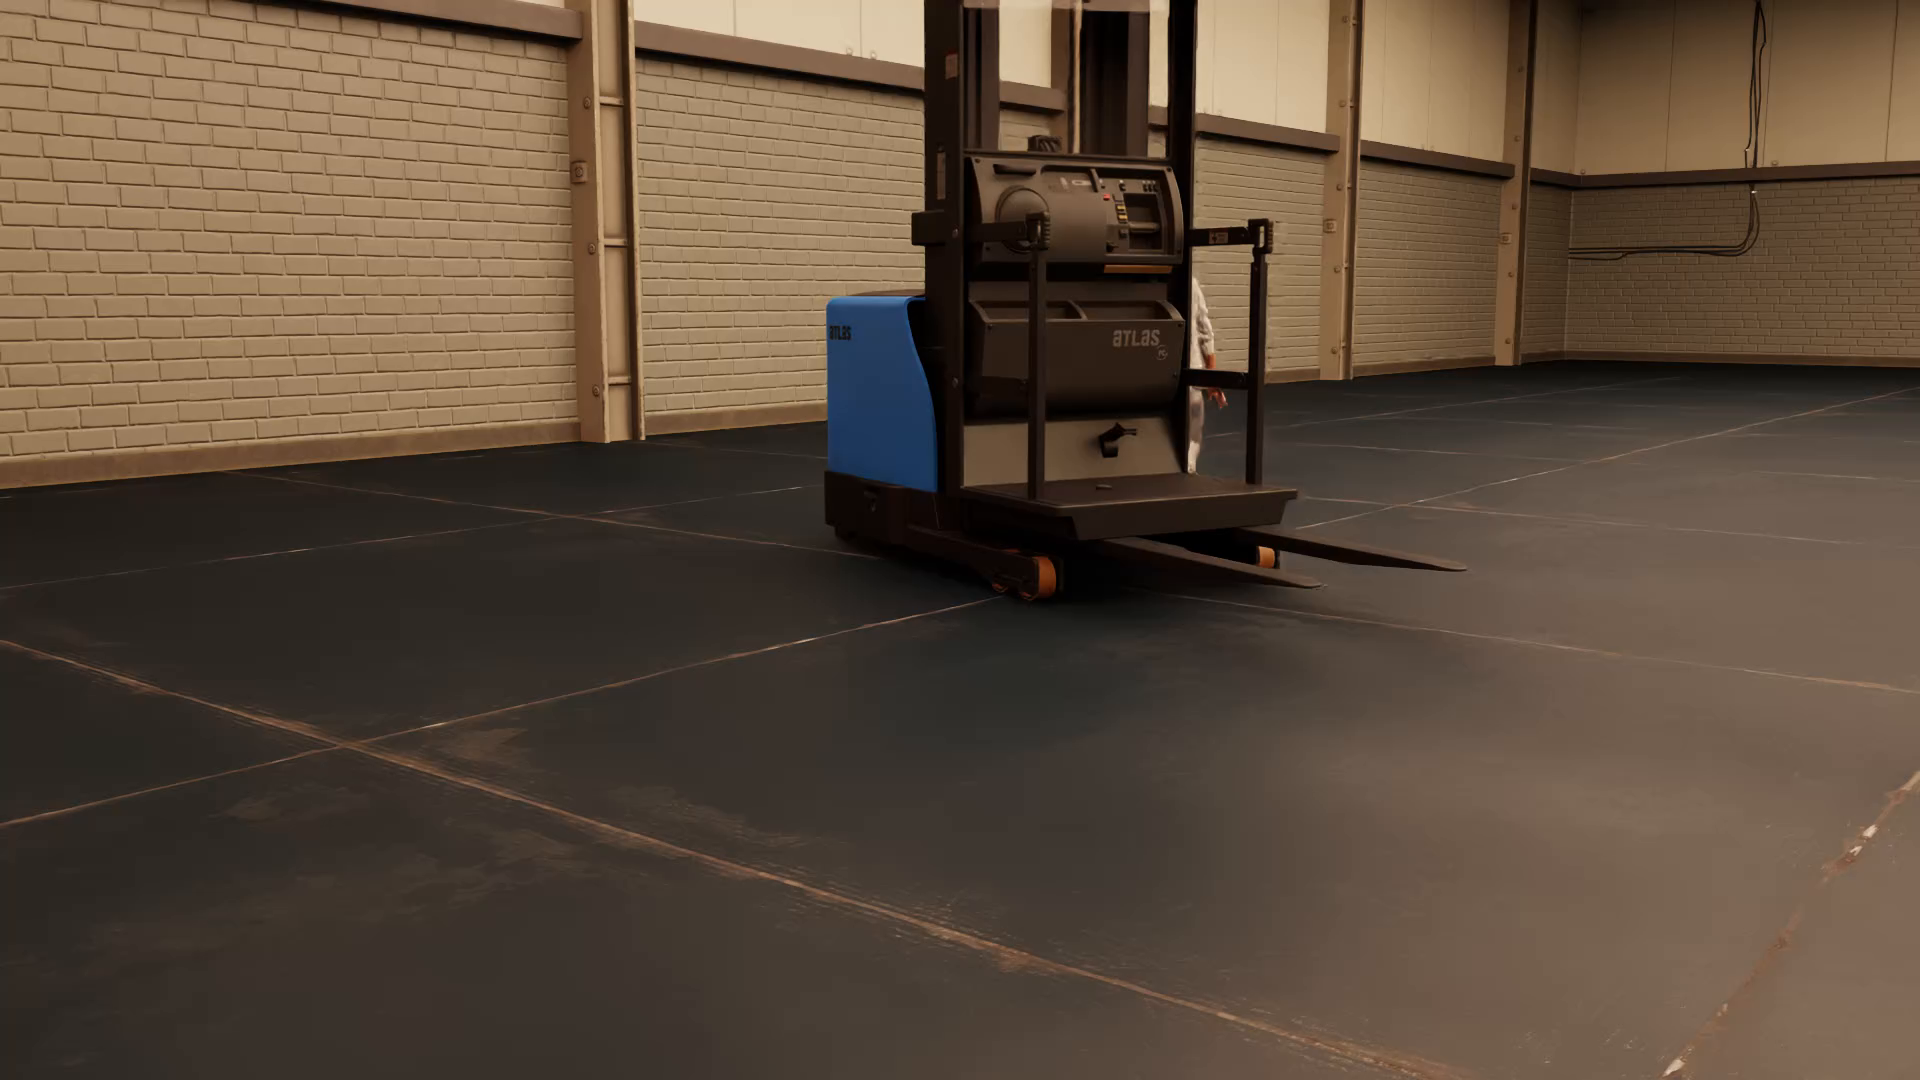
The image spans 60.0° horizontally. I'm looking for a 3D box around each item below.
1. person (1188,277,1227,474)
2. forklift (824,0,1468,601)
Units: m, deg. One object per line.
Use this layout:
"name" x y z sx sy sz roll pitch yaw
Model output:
"person" 0.978 -0.773 7.955 0.692 1.404 0.583 -1 8 -4
"forklift" 0.566 -1.307 6.212 1.130 2.935 3.031 -5 10 -29
